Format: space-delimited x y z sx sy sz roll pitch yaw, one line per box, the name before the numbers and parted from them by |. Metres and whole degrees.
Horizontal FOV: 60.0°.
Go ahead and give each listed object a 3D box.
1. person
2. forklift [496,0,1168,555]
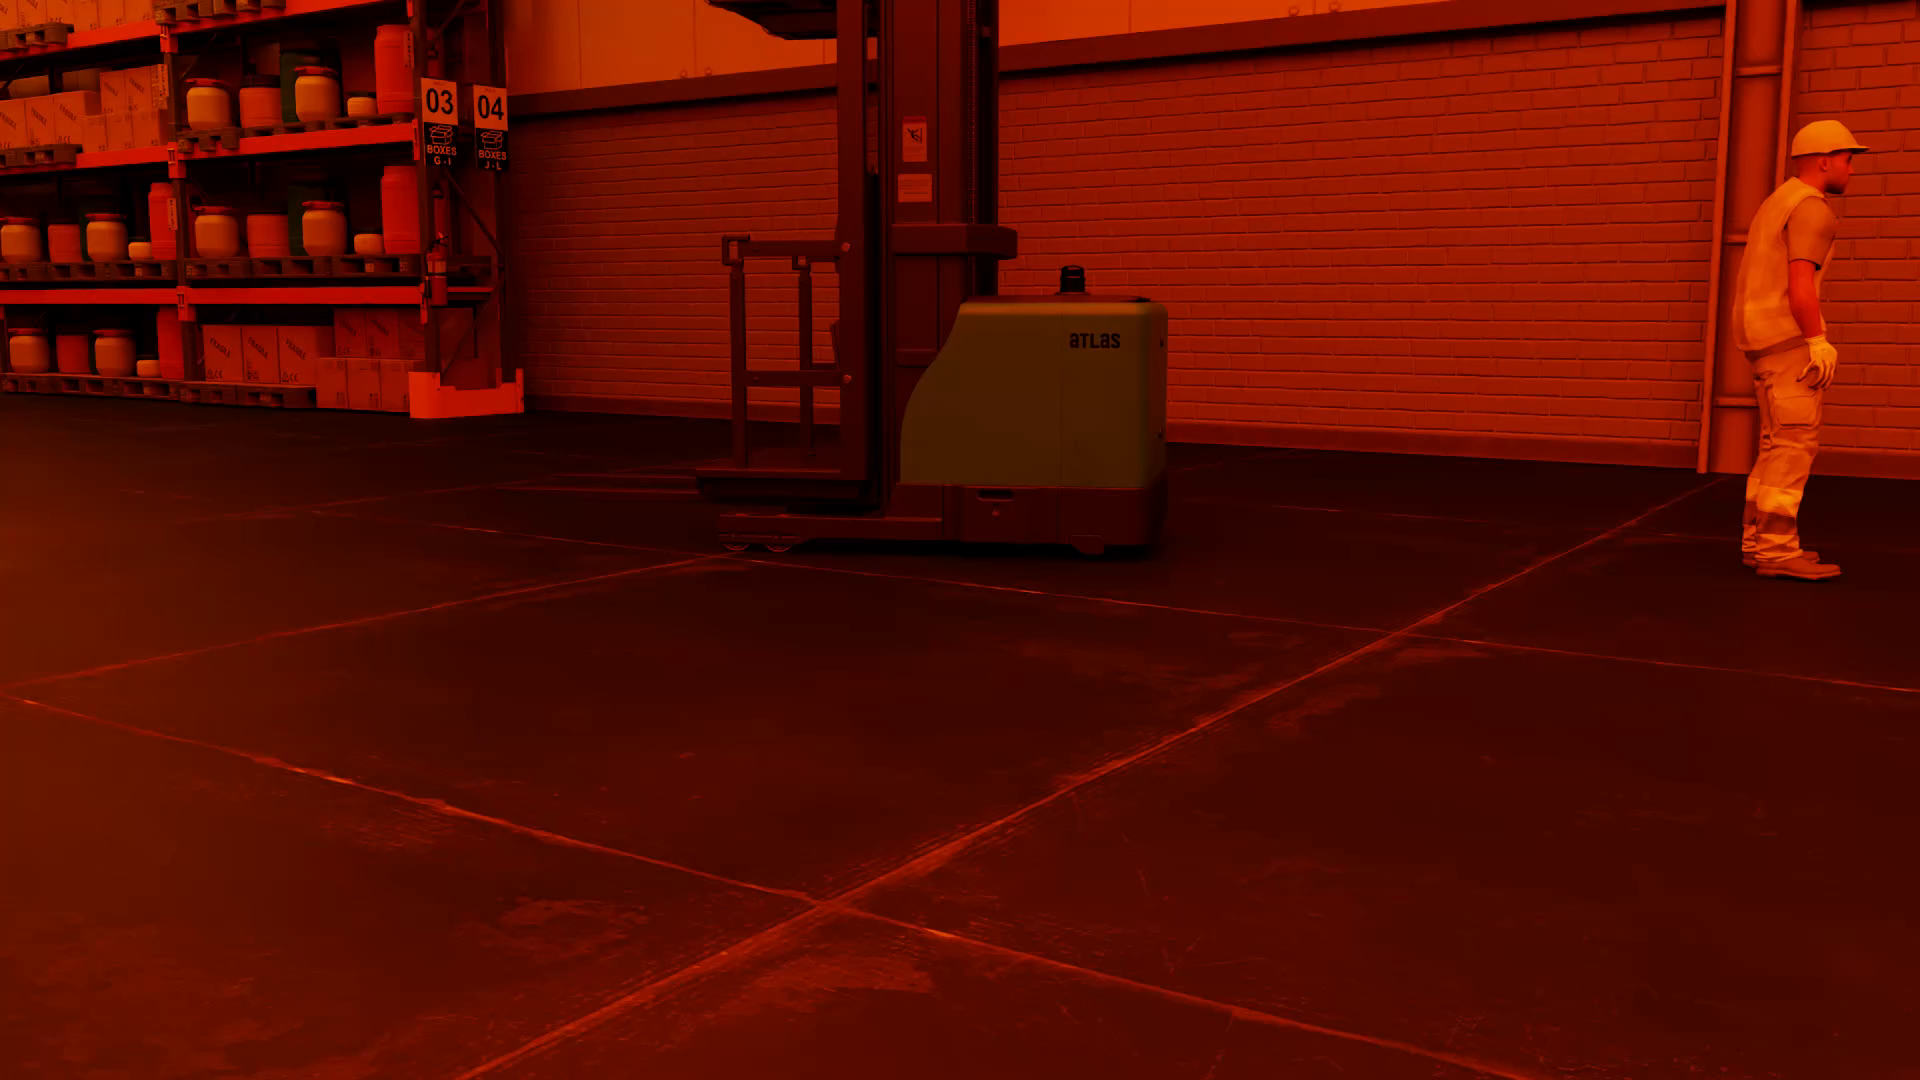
person | 3.320 -0.757 6.612 0.445 1.781 0.622 2 8 14
forklift | -0.596 -1.469 7.520 3.031 2.935 1.130 2 8 12
